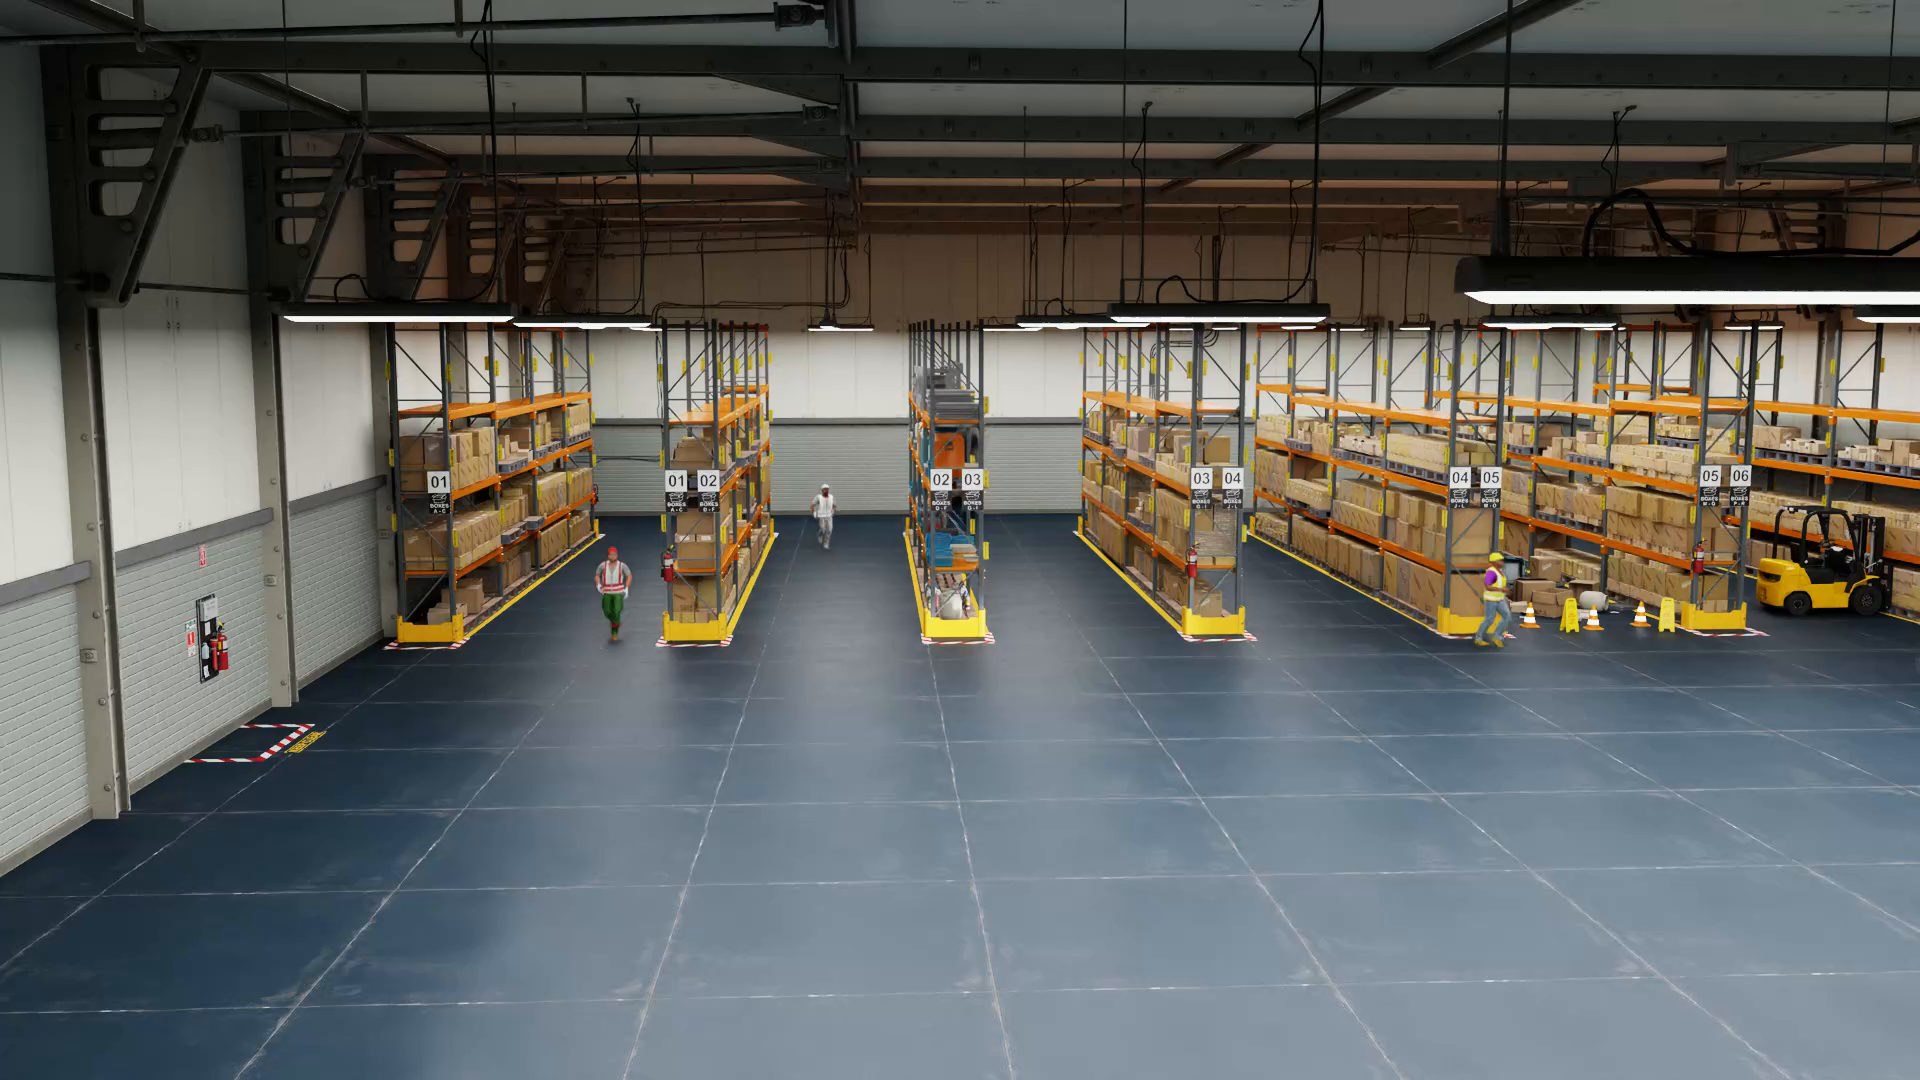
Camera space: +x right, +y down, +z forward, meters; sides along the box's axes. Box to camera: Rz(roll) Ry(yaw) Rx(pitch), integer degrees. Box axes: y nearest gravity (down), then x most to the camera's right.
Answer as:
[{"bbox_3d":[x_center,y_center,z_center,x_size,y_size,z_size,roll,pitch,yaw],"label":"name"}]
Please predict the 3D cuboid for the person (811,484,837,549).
[{"bbox_3d":[-3.599,-0.619,44.408,0.699,1.737,0.607,-3,8,-23],"label":"person"}]

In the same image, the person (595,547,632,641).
[{"bbox_3d":[-6.533,1.000,31.338,0.694,1.750,0.568,0,7,-4],"label":"person"}]

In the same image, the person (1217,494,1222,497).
[{"bbox_3d":[7.261,-1.014,48.337,0.724,1.564,0.533,6,10,42],"label":"person"}]

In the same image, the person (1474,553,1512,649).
[{"bbox_3d":[9.753,1.119,30.314,0.728,1.795,0.689,7,10,43],"label":"person"}]
